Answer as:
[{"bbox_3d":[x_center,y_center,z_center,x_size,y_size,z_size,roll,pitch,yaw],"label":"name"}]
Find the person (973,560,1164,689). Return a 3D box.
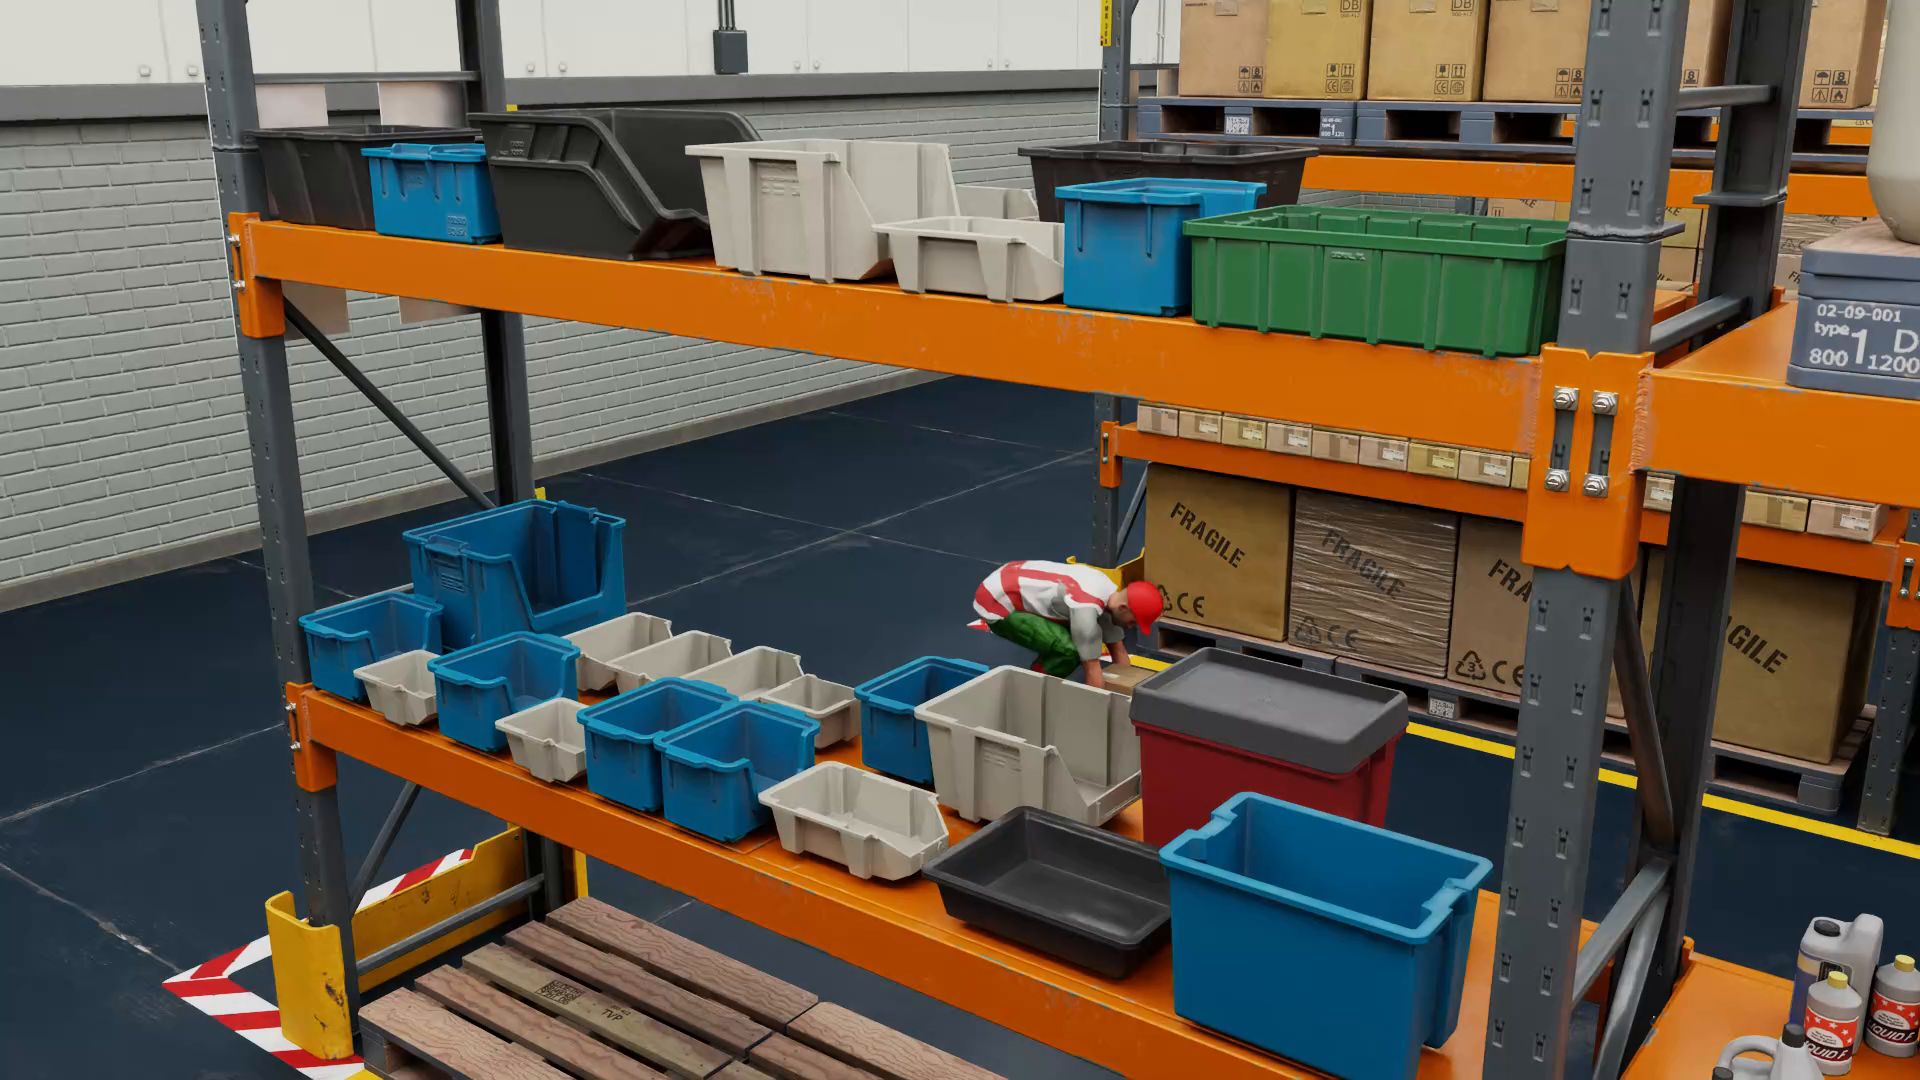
[{"bbox_3d":[0.555,0.524,8.516,0.964,0.821,0.520,6,17,19],"label":"person"}]
